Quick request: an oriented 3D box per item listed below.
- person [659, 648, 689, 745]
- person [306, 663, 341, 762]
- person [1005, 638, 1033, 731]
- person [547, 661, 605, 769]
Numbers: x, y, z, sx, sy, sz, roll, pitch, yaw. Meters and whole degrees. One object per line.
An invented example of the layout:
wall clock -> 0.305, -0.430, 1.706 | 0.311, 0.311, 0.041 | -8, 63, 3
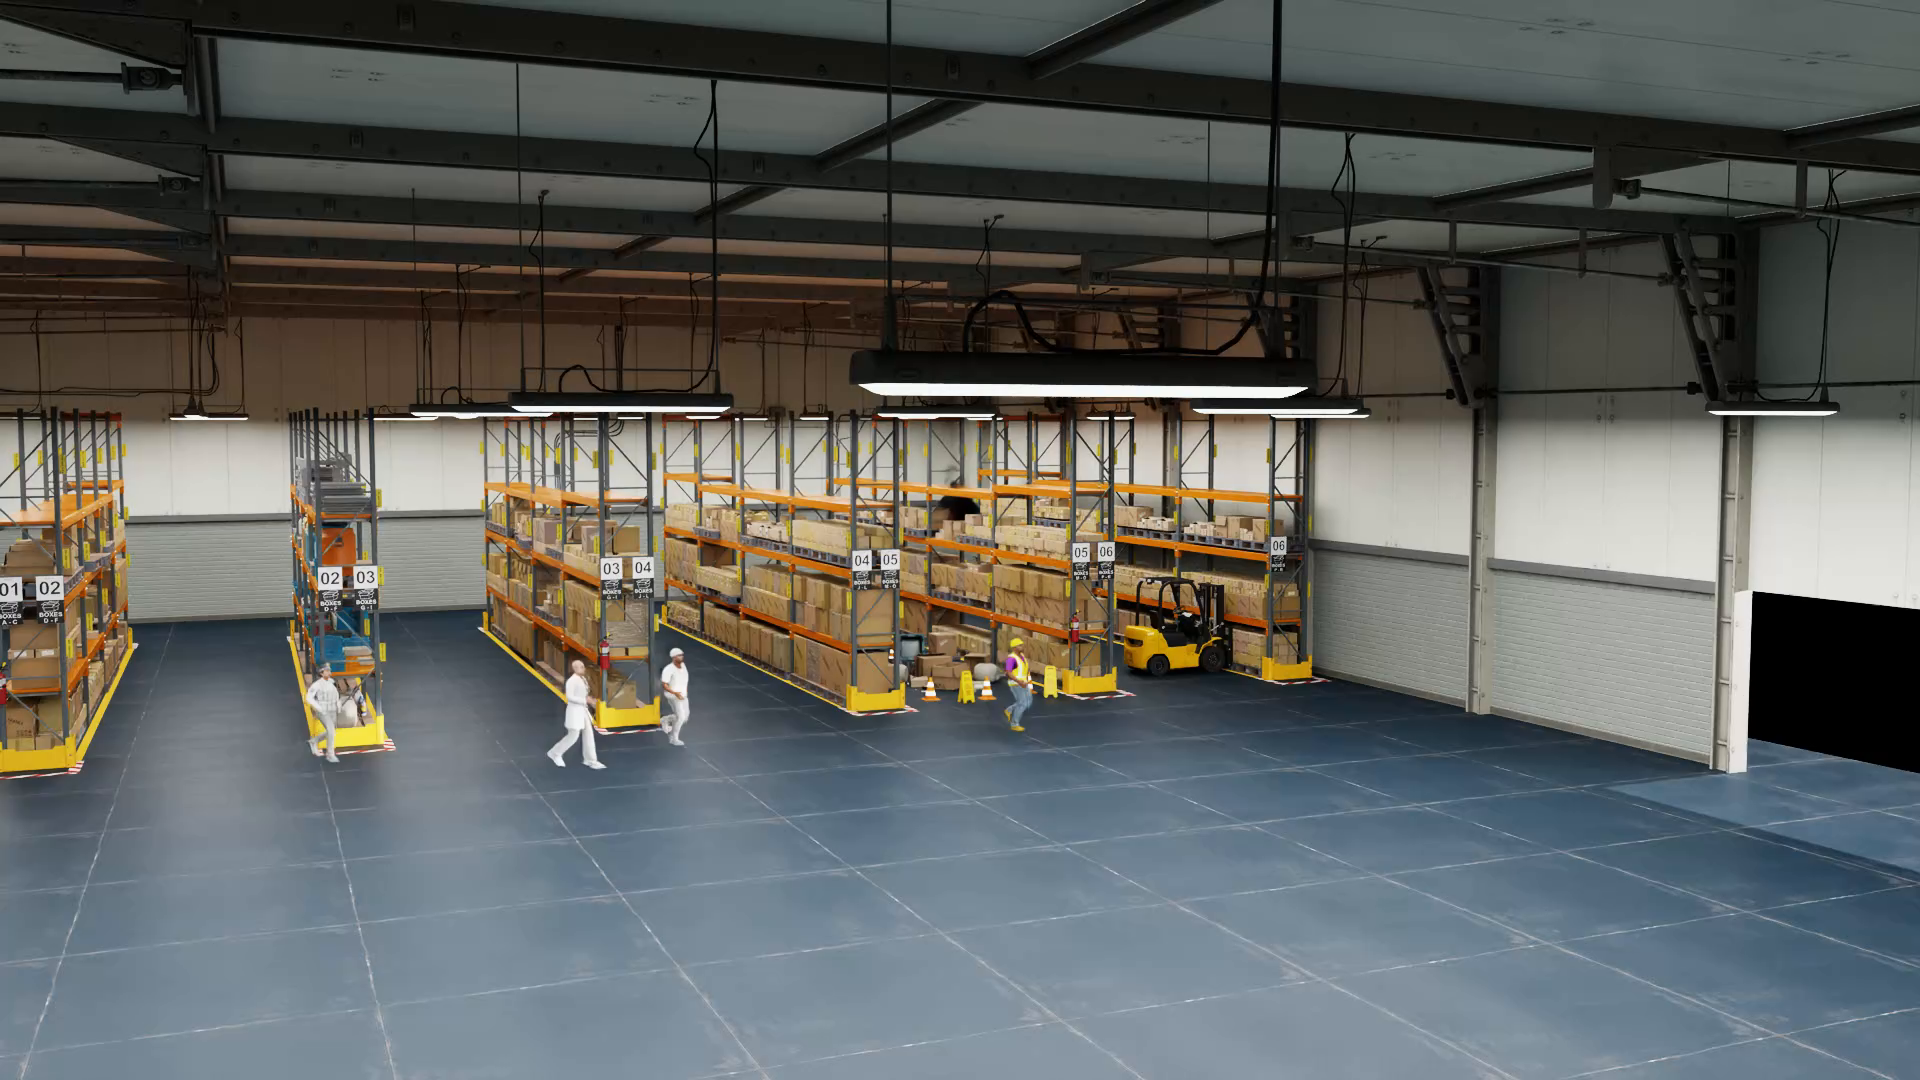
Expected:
person -> -5.114, 2.785, 29.750 | 0.663, 1.731, 0.706 | 2, 4, 24
person -> -10.815, 2.921, 28.301 | 0.643, 1.682, 0.657 | 2, 4, 21
person -> 1.067, 2.690, 31.031 | 0.544, 1.724, 0.704 | 2, 4, 24
person -> -6.371, 2.902, 27.583 | 0.947, 1.795, 0.732 | 1, 4, 8
